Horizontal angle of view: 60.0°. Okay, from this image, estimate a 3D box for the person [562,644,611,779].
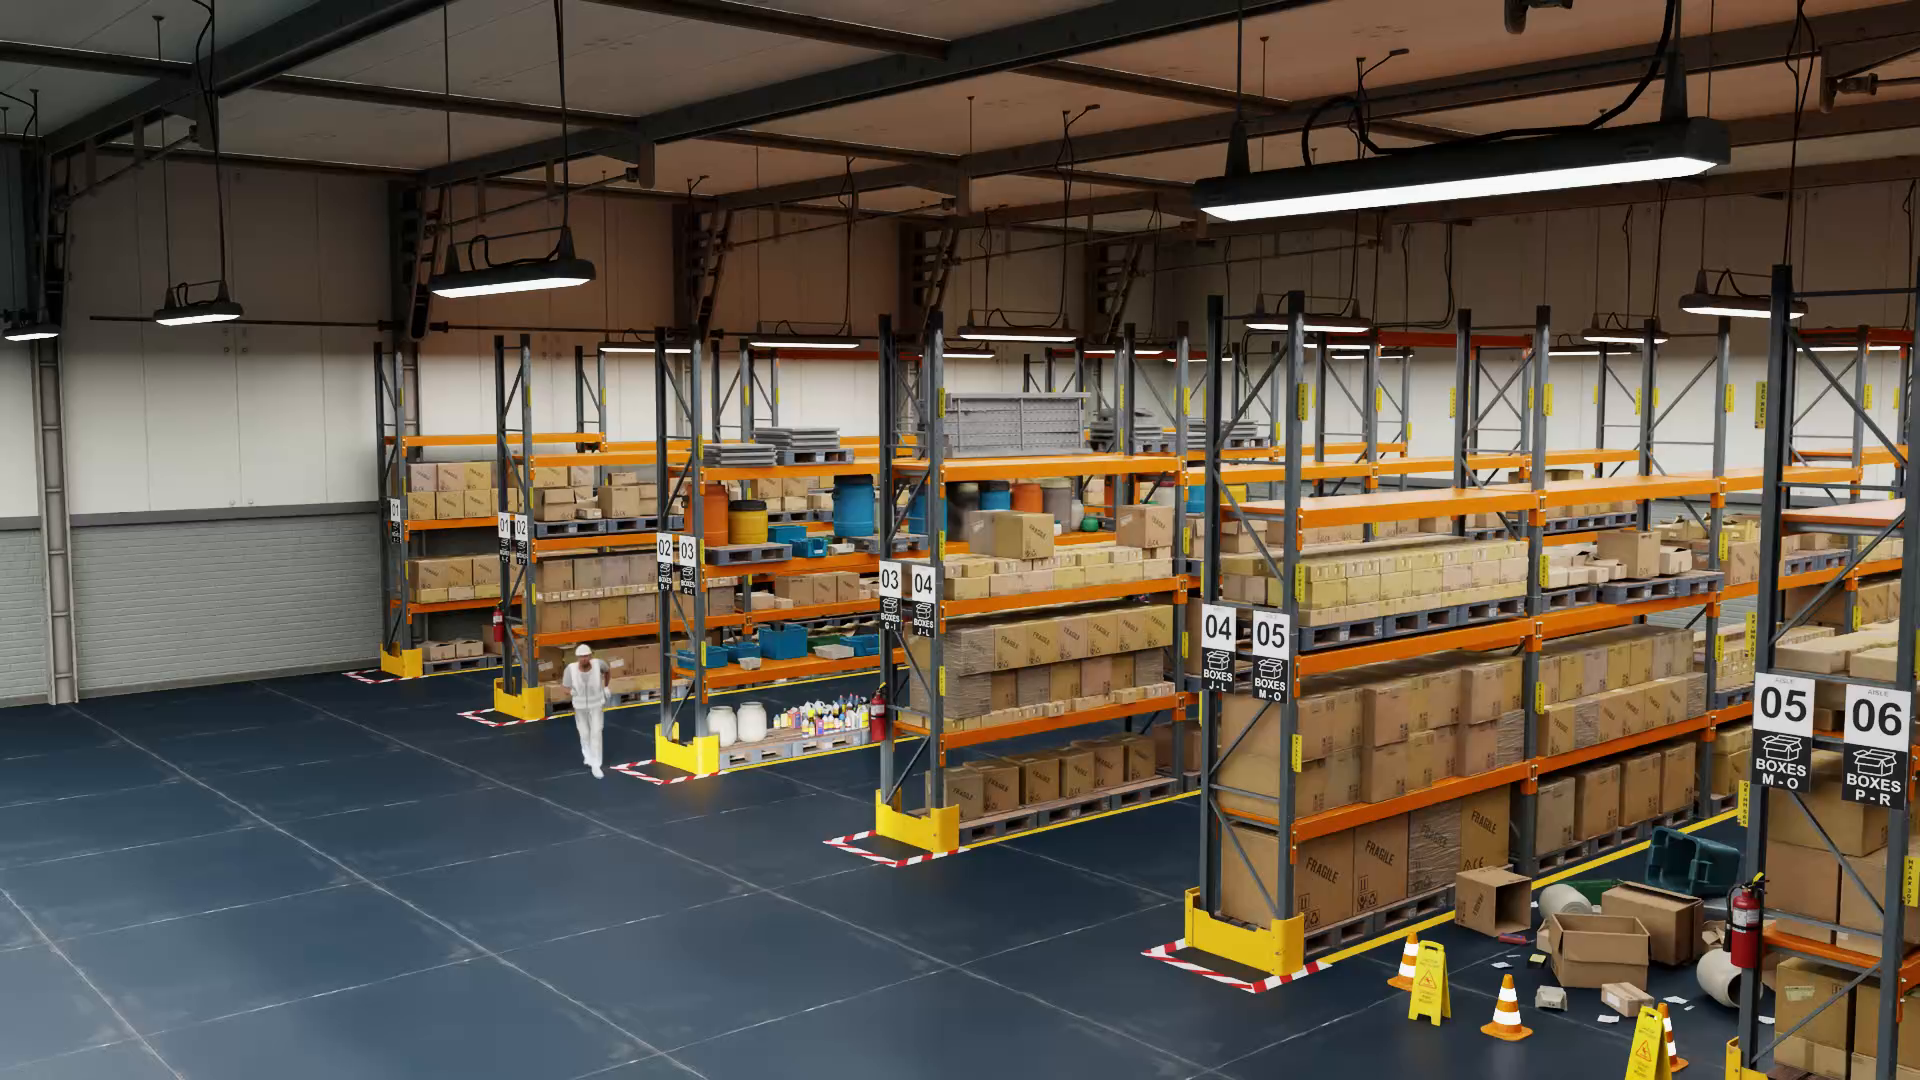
[{"bbox_3d":[-5.018,2.260,22.355,0.602,1.785,0.991,0,5,-5],"label":"person"}]
